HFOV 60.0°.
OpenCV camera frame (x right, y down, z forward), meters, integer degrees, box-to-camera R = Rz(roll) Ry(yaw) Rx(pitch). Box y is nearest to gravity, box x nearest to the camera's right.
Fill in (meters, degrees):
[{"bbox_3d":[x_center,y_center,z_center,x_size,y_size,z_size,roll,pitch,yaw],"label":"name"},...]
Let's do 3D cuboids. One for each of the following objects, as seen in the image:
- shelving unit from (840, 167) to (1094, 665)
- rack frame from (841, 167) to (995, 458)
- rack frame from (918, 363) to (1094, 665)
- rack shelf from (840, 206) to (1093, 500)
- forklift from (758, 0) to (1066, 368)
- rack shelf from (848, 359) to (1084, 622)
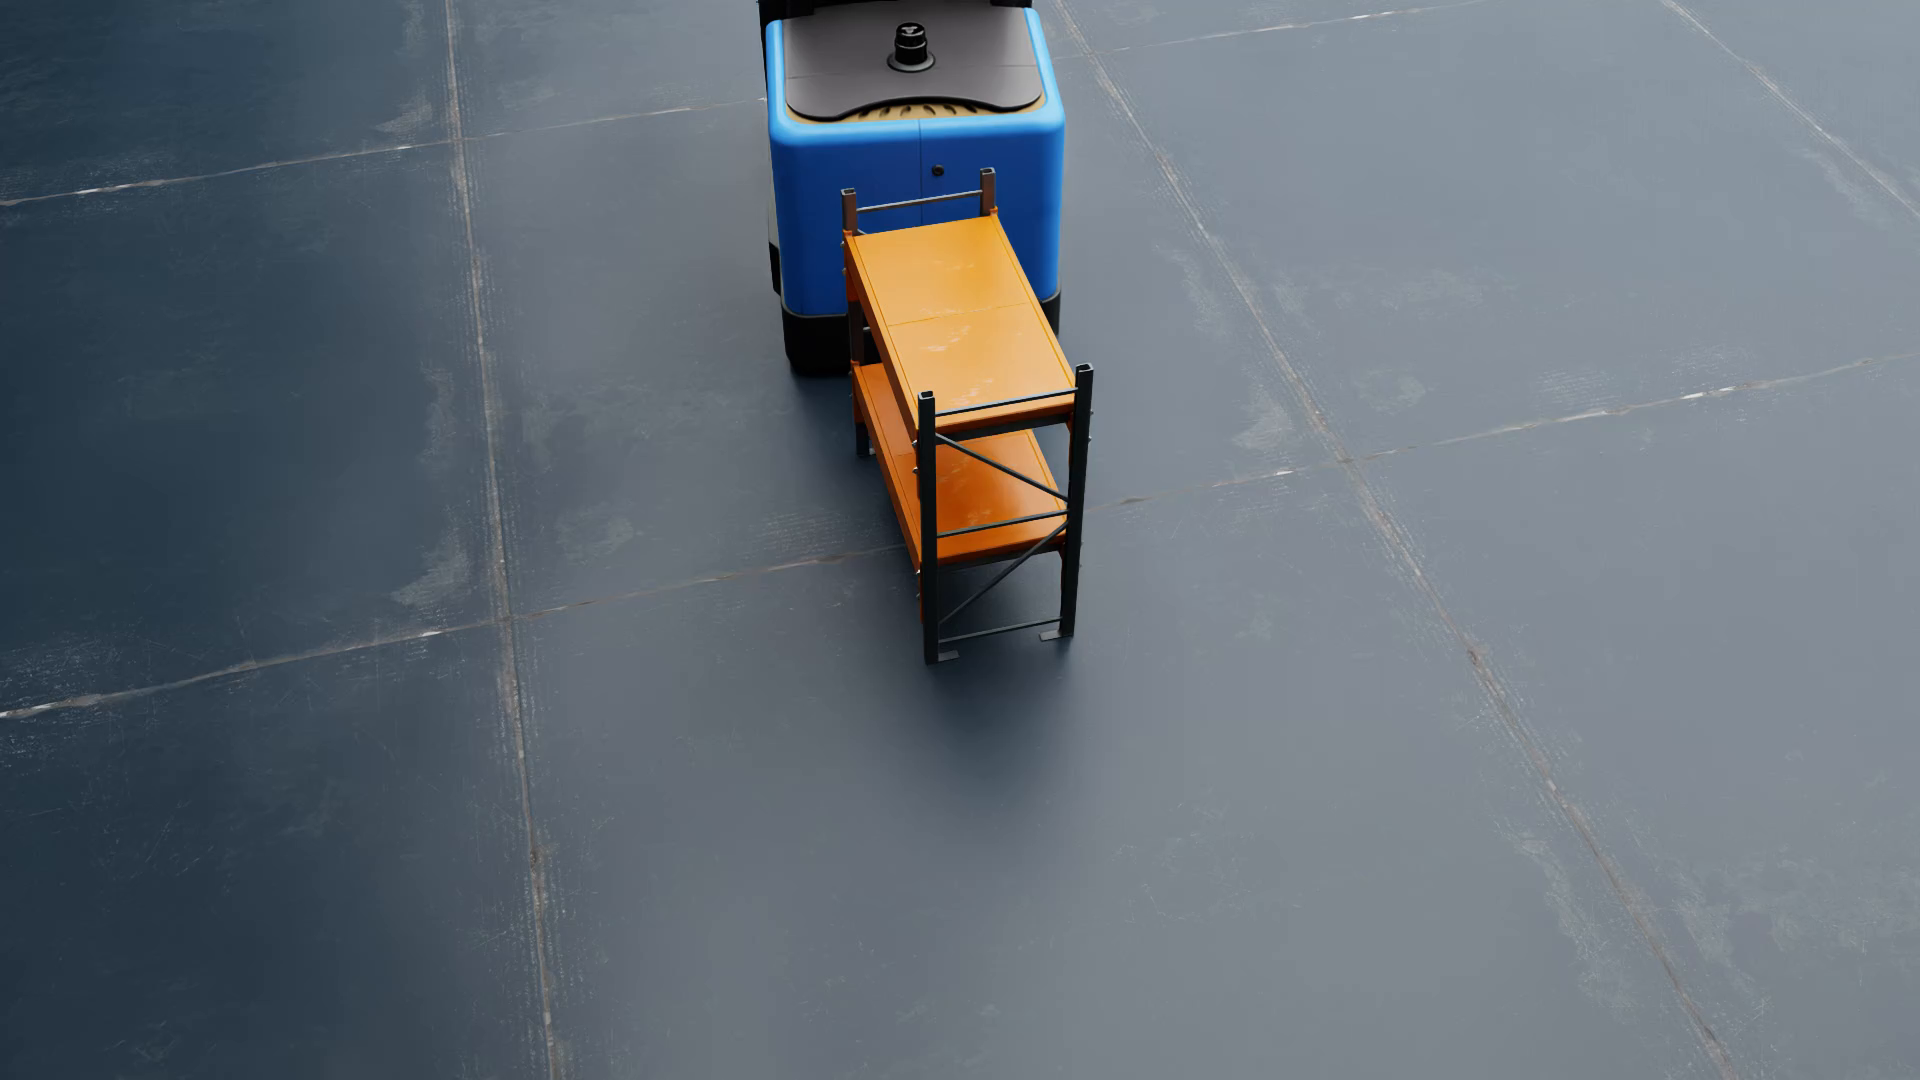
[{"bbox_3d":[-0.002,-0.398,5.353,0.538,1.125,1.048,-11,47,-10],"label":"shelving unit"},{"bbox_3d":[-0.132,-0.749,5.697,0.500,1.125,0.032,-11,47,-10],"label":"rack frame"},{"bbox_3d":[0.128,-0.047,5.009,0.500,1.125,0.032,-11,47,-10],"label":"rack frame"},{"bbox_3d":[-0.002,-0.603,5.144,0.538,0.278,1.000,-11,47,-10],"label":"rack shelf"},{"bbox_3d":[-0.283,-2.732,6.375,1.130,2.935,3.031,-4,46,-4],"label":"forklift"},{"bbox_3d":[-0.002,-0.227,5.527,0.538,0.278,1.000,-11,47,-10],"label":"rack shelf"}]
